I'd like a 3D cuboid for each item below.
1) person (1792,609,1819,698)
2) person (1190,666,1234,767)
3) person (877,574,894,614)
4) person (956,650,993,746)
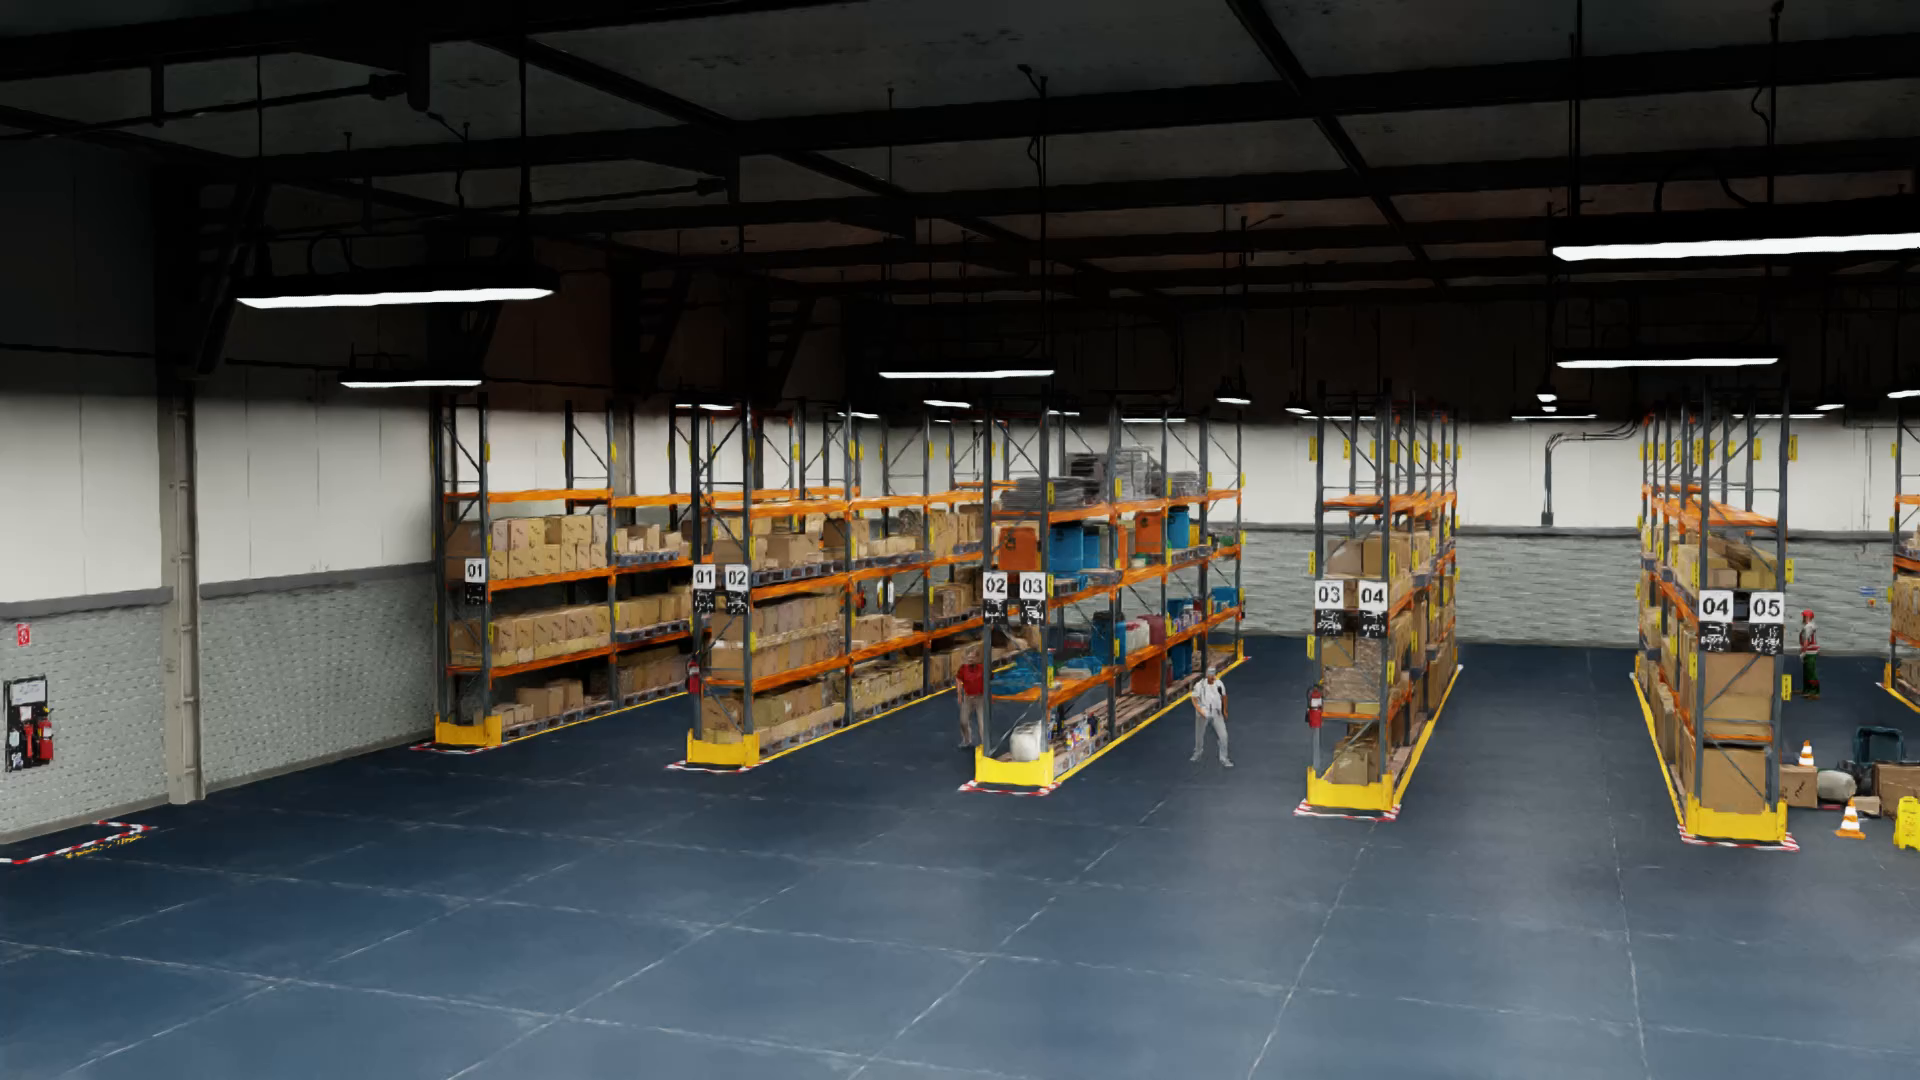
[{"bbox_3d":[17.210,2.295,33.800,0.544,1.788,0.626,2,4,38],"label":"person"},{"bbox_3d":[4.015,2.781,26.581,0.656,1.597,0.818,0,3,3],"label":"person"},{"bbox_3d":[-2.090,1.698,45.332,0.720,1.761,0.464,-3,4,-43],"label":"person"},{"bbox_3d":[0.253,2.676,28.046,0.682,1.676,0.535,1,3,18],"label":"person"}]
